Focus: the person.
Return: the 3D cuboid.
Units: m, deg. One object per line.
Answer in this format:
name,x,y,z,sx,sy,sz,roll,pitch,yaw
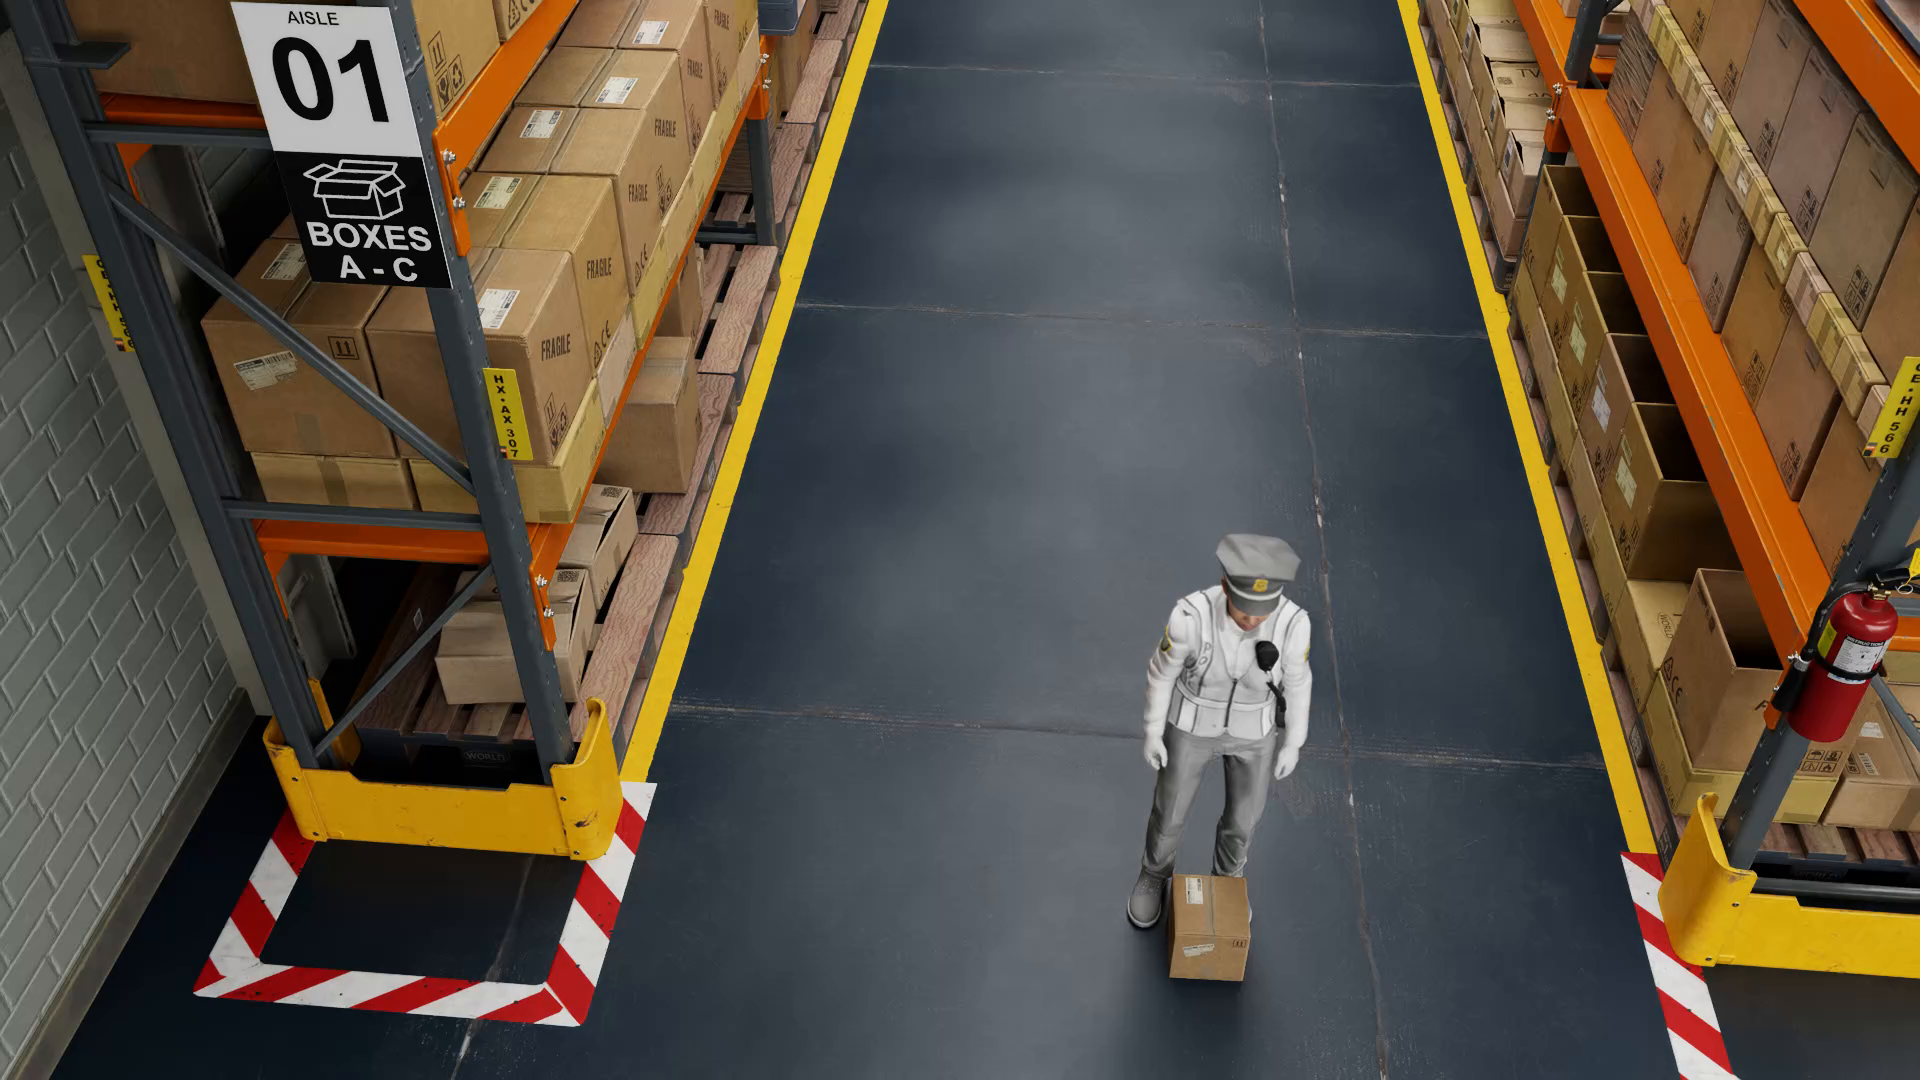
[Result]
person,0.854,0.631,5.409,0.530,1.664,0.371,4,40,4
